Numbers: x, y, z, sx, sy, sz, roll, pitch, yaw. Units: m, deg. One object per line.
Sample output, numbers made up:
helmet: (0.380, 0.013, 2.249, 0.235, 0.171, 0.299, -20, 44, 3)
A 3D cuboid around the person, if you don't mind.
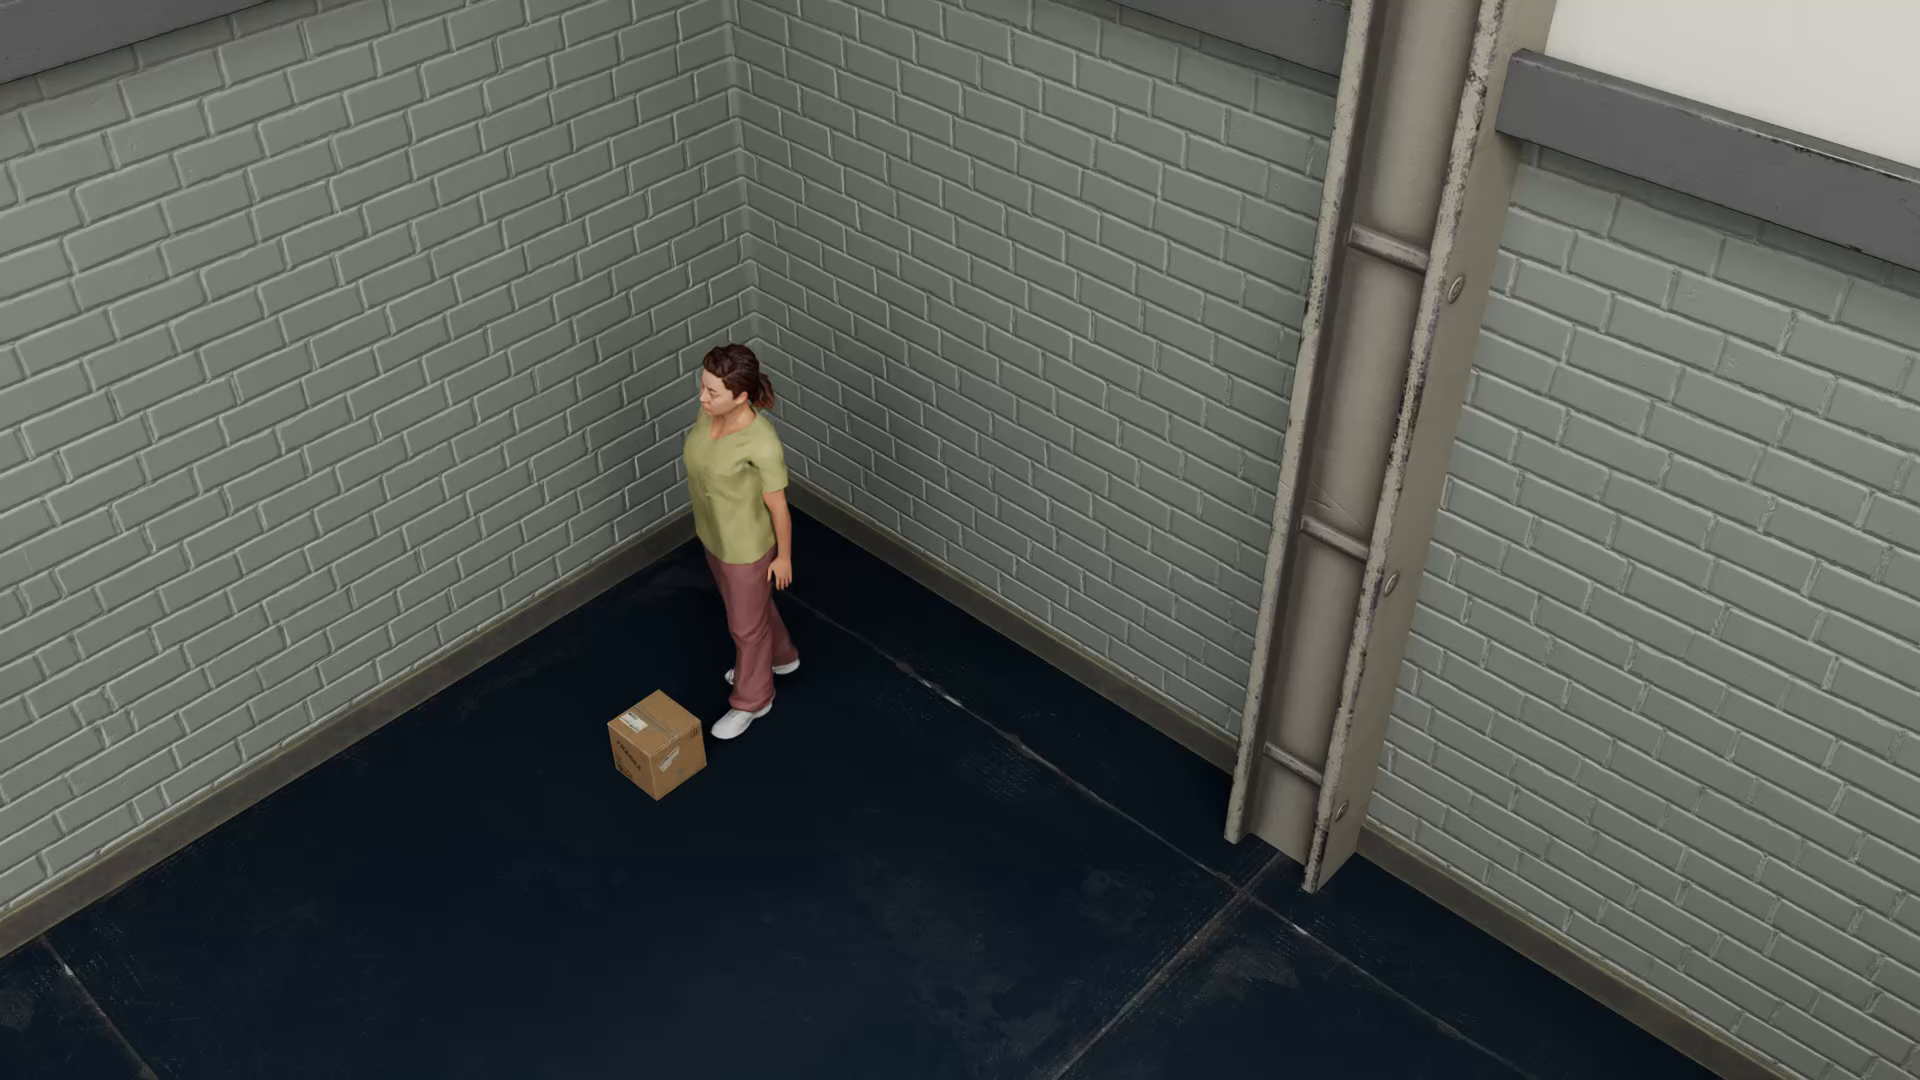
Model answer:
person: (-0.829, -0.002, 6.148, 0.505, 1.673, 0.462, -26, 46, -28)
